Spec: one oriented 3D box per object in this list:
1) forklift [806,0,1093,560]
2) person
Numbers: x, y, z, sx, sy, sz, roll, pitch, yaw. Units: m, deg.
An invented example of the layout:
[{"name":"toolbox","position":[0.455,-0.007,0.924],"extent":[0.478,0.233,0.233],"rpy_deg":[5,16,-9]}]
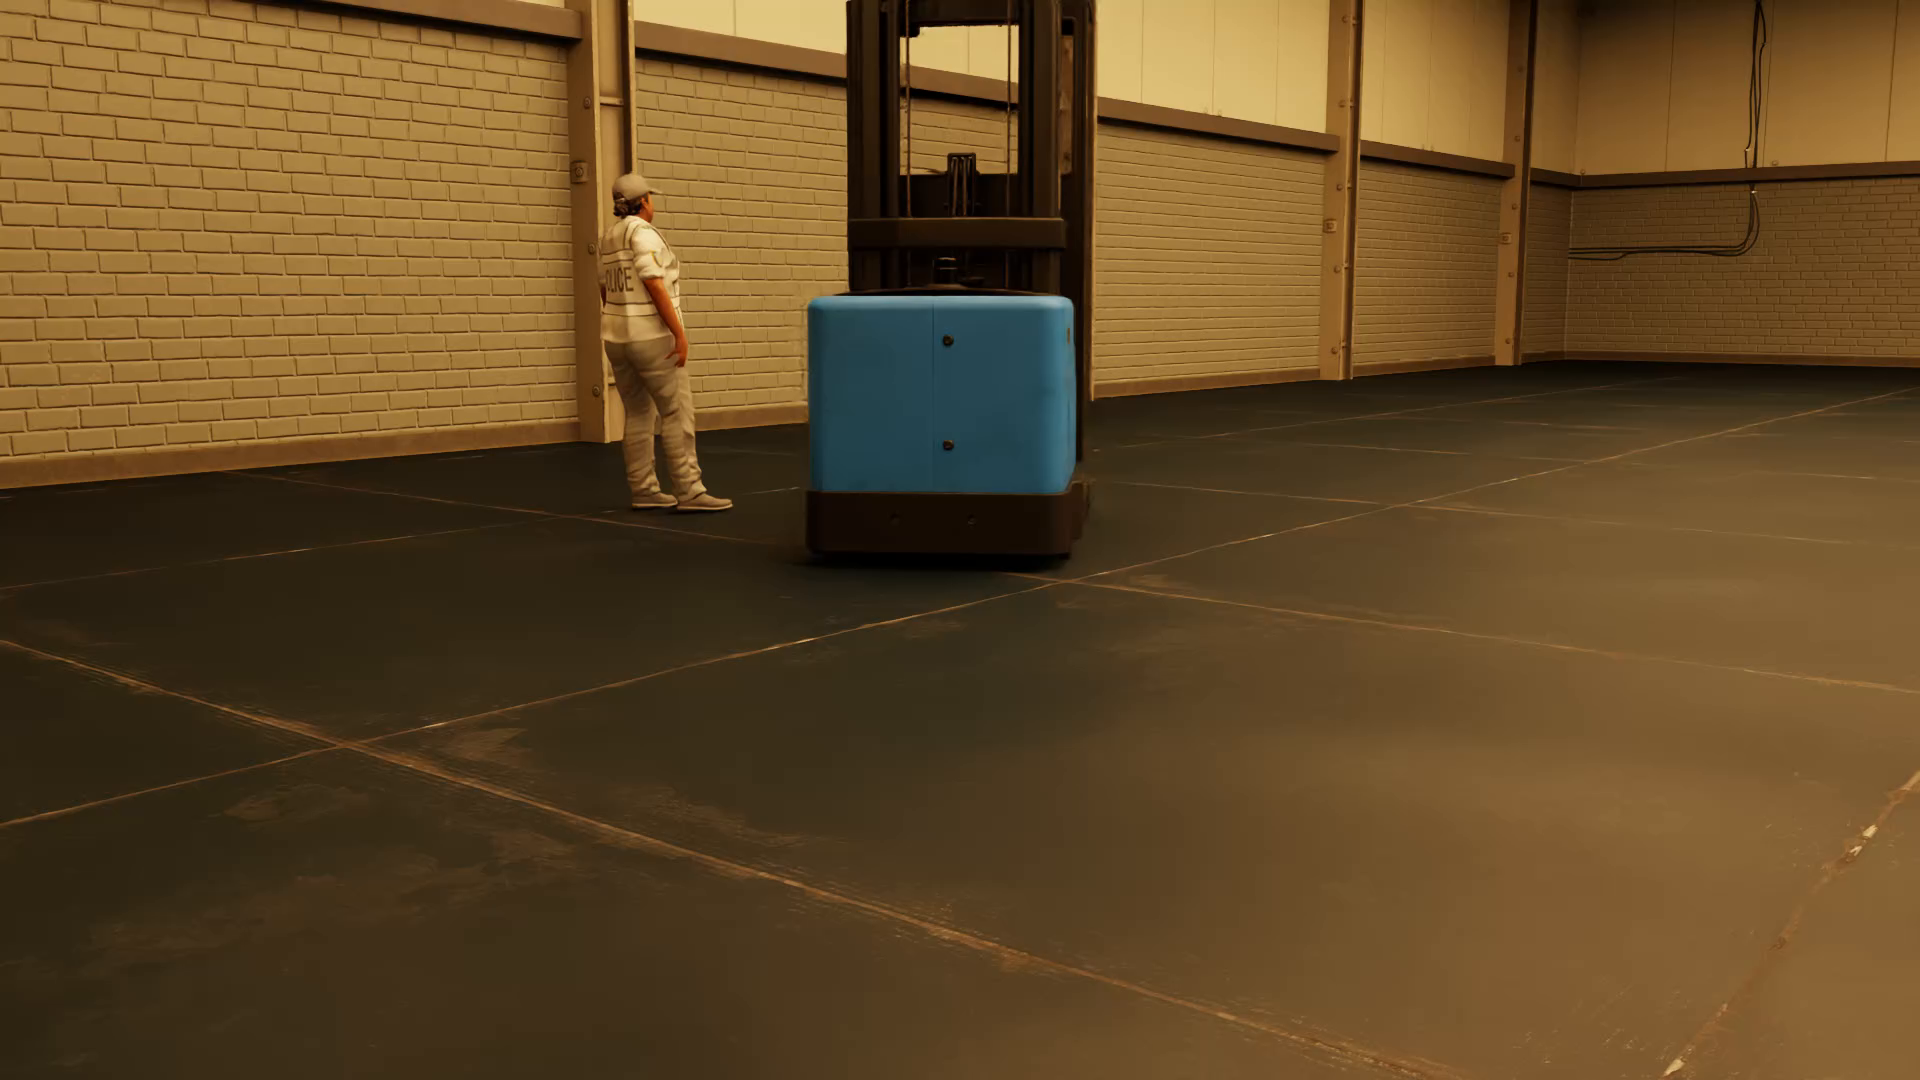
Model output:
[{"name":"forklift","position":[0.059,-1.544,7.831],"extent":[1.130,2.935,3.031],"rpy_deg":[1,8,6]},{"name":"person","position":[-1.515,-0.984,8.346],"extent":[0.513,1.672,0.597],"rpy_deg":[-8,11,-43]}]
